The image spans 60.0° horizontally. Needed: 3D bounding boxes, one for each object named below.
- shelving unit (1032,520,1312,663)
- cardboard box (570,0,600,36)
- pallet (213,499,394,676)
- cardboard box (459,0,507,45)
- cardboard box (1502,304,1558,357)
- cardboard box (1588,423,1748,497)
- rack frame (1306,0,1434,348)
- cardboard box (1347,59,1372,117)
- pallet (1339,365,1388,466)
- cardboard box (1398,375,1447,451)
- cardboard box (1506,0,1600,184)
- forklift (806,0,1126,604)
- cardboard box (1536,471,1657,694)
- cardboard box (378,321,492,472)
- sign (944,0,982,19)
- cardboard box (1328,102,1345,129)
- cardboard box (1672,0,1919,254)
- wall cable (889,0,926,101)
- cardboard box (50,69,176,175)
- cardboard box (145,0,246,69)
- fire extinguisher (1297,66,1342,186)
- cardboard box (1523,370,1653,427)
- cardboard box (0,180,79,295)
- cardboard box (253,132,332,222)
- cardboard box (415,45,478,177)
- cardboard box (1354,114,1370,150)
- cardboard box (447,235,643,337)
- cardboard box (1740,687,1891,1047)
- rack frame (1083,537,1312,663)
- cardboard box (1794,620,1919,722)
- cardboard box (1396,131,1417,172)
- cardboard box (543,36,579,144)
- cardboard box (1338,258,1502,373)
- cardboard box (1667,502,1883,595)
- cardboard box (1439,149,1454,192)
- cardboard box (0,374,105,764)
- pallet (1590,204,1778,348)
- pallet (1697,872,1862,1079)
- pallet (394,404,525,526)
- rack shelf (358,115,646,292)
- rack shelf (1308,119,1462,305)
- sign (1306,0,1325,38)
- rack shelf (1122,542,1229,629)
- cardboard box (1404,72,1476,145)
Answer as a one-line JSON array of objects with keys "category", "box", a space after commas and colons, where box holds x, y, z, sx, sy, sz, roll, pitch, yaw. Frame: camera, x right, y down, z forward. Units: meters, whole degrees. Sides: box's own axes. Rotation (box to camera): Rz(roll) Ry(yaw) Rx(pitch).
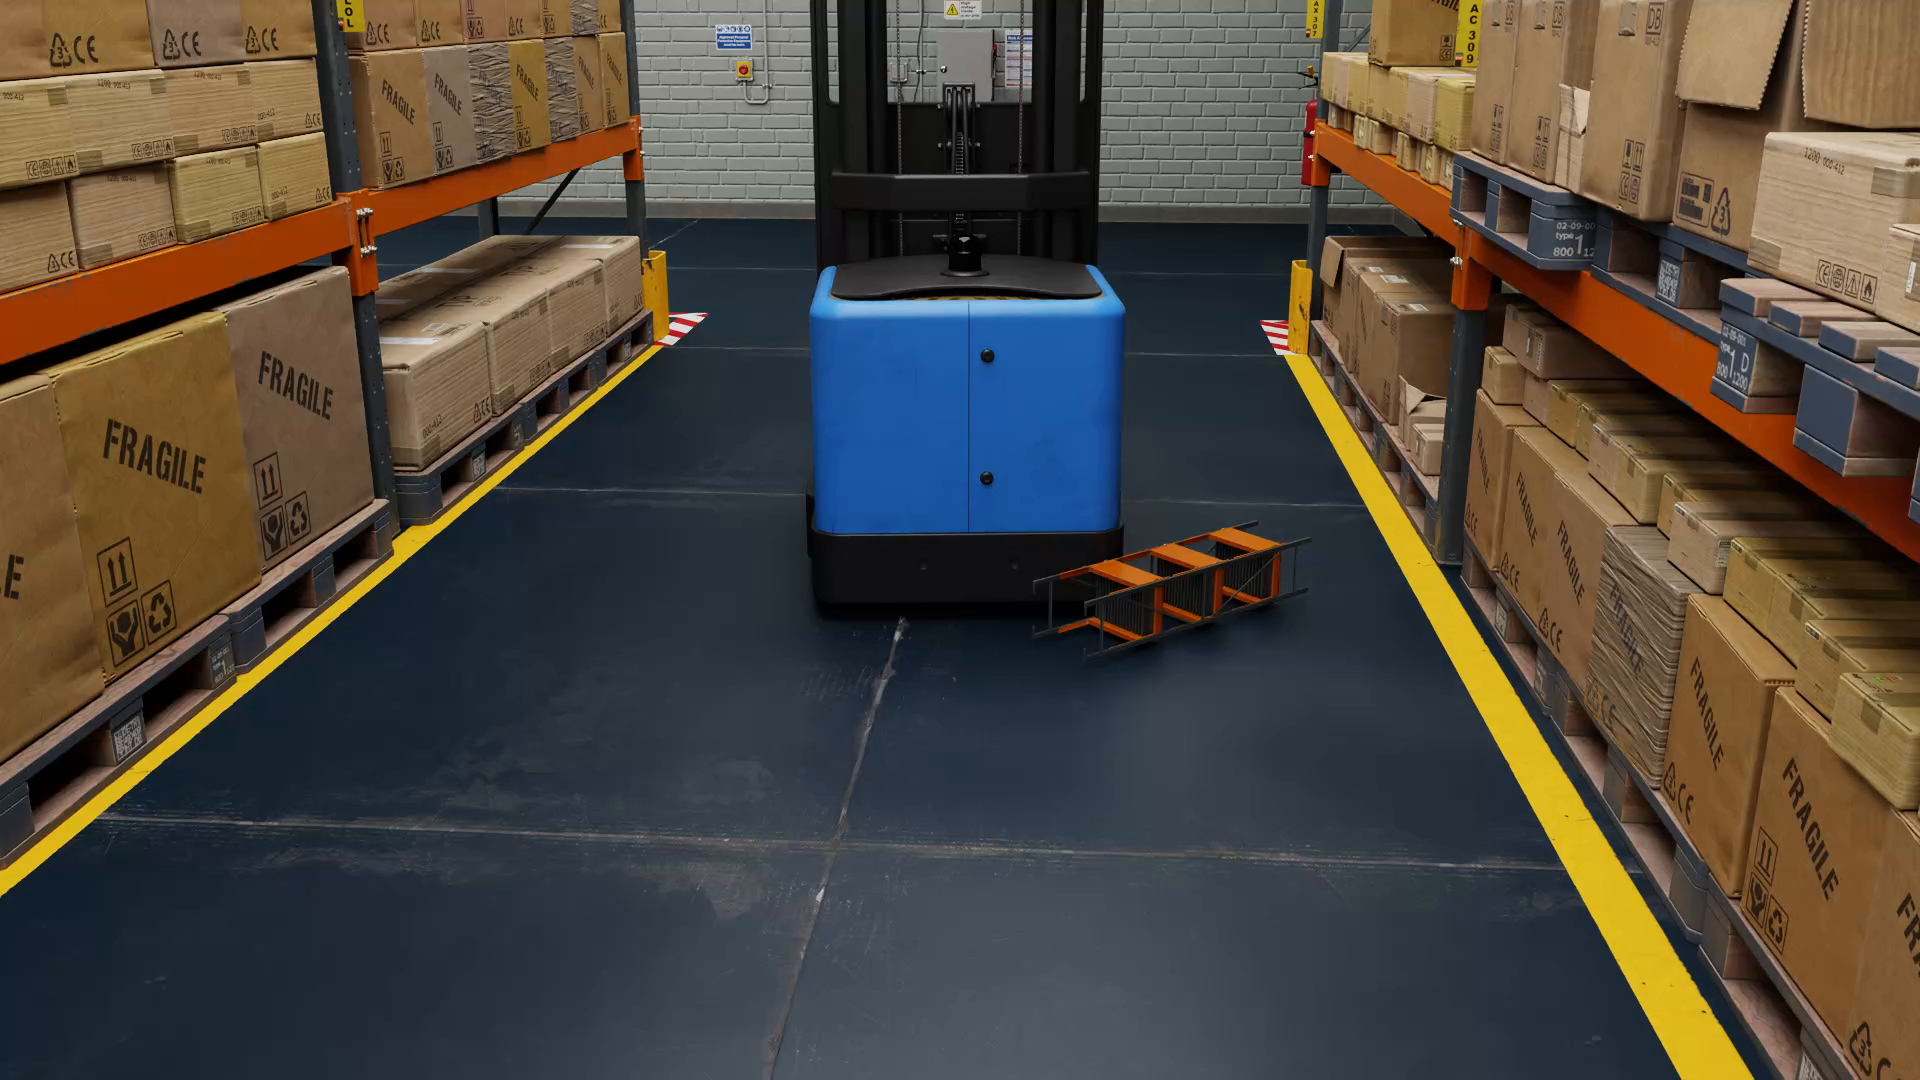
[{"category": "shelving unit", "box": [0.723, 0.155, 5.555, 1.050, 0.215, 0.252, -14, 23, -36]}, {"category": "cardboard box", "box": [-2.206, -2.891, 8.661, 0.500, 0.500, 0.500, 1, 18, 4]}, {"category": "pallet", "box": [-2.668, 0.123, 5.709, 1.003, 0.211, 1.213, 1, 18, 4]}, {"category": "cardboard box", "box": [-2.322, -2.424, 7.238, 0.500, 0.500, 0.500, 2, 18, 5]}, {"category": "cardboard box", "box": [2.033, -0.688, 5.527, 0.380, 0.149, 0.250, 1, 18, 3]}, {"category": "cardboard box", "box": [1.961, -0.219, 4.571, 0.380, 0.149, 0.250, 1, 18, 4]}, {"category": "rack frame", "box": [2.550, -2.576, 9.468, 1.000, 3.000, 0.127, 1, 18, 4]}, {"category": "cardboard box", "box": [2.180, -2.197, 8.075, 0.500, 0.250, 0.500, 1, 18, 3]}, {"category": "pallet", "box": [2.398, -0.602, 7.922, 1.003, 0.211, 1.213, 1, 18, 4]}, {"category": "cardboard box", "box": [2.036, -0.525, 6.924, 0.396, 0.266, 0.258, 2, 18, 6]}, {"category": "cardboard box", "box": [1.968, -1.275, 4.662, 0.700, 0.500, 0.500, 1, 18, 5]}, {"category": "forklift", "box": [-0.021, -1.588, 6.561, 1.130, 2.935, 3.031, -1, 18, -2]}, {"category": "cardboard box", "box": [1.936, 0.120, 4.579, 0.500, 0.500, 0.500, 1, 18, 2]}, {"category": "cardboard box", "box": [-2.536, -0.618, 6.933, 0.875, 0.438, 0.875, 1, 18, 3]}, {"category": "sign", "box": [0.024, -4.804, 14.939, 0.339, 0.242, 0.001, 1, 18, 4]}, {"category": "cardboard box", "box": [2.253, -2.361, 9.215, 0.380, 0.149, 0.250, 1, 18, 3]}, {"category": "cardboard box", "box": [1.909, -0.851, 3.364, 0.797, 0.503, 0.637, 1, 18, 3]}, {"category": "wall cable", "box": [-0.605, -4.892, 14.905, 0.588, 1.984, 0.122, 1, 18, 4]}, {"category": "cardboard box", "box": [-2.537, -1.151, 4.557, 0.500, 0.250, 0.500, 2, 18, 5]}, {"category": "cardboard box", "box": [-2.499, -1.661, 4.909, 0.500, 0.500, 0.500, 2, 18, 5]}, {"category": "fire extinguisher", "box": [2.100, -2.418, 9.709, 0.296, 0.674, 0.183, 1, 18, 4]}, {"category": "cardboard box", "box": [2.030, -0.461, 5.310, 0.380, 0.149, 0.250, 1, 18, 2]}, {"category": "cardboard box", "box": [-2.594, -0.752, 4.143, 0.500, 0.250, 0.500, 1, 18, 4]}, {"category": "cardboard box", "box": [-2.469, -1.227, 5.593, 0.500, 0.250, 0.500, 1, 18, 3]}, {"category": "cardboard box", "box": [-2.353, -1.787, 6.900, 0.500, 0.500, 0.500, 1, 18, 4]}, {"category": "cardboard box", "box": [2.111, -1.962, 7.997, 0.380, 0.149, 0.250, 1, 18, 2]}, {"category": "cardboard box", "box": [-2.349, -1.461, 9.504, 0.875, 0.438, 0.875, 1, 18, 2]}, {"category": "cardboard box", "box": [1.839, 0.605, 3.099, 0.500, 0.500, 0.500, 1, 18, 3]}, {"category": "rack frame", "box": [0.799, 0.185, 5.464, 1.050, 0.200, 0.008, -14, 23, -36]}, {"category": "cardboard box", "box": [1.811, 0.263, 3.101, 0.380, 0.149, 0.250, 1, 18, 2]}, {"category": "cardboard box", "box": [2.062, -1.643, 7.023, 0.380, 0.149, 0.250, 1, 18, 3]}, {"category": "cardboard box", "box": [-2.250, -2.262, 8.349, 0.500, 0.500, 0.500, 2, 18, 6]}, {"category": "cardboard box", "box": [2.312, -1.136, 8.411, 0.700, 0.500, 0.500, 2, 18, 6]}, {"category": "cardboard box", "box": [1.882, 0.018, 3.849, 0.380, 0.149, 0.250, 0, 18, 1]}, {"category": "cardboard box", "box": [2.031, -1.401, 6.284, 0.380, 0.149, 0.250, 2, 18, 5]}, {"category": "cardboard box", "box": [-2.774, 0.119, 3.980, 0.875, 0.875, 0.875, 2, 18, 5]}, {"category": "pallet", "box": [2.111, -0.605, 3.759, 1.003, 0.211, 1.213, 1, 18, 4]}, {"category": "pallet", "box": [2.068, 1.002, 3.025, 1.003, 0.211, 1.213, 1, 18, 4]}, {"category": "pallet", "box": [-2.555, -0.353, 7.161, 1.003, 0.211, 1.213, 1, 18, 4]}, {"category": "rack shelf", "box": [-2.544, -1.723, 8.019, 1.077, 0.370, 4.000, 1, 18, 4]}, {"category": "rack shelf", "box": [2.407, -1.613, 7.685, 1.077, 0.370, 4.000, 1, 18, 4]}, {"category": "sign", "box": [2.009, -3.000, 9.370, 0.100, 0.325, 0.005, 1, 18, 4]}, {"category": "rack shelf", "box": [0.715, 0.157, 5.549, 0.259, 0.215, 0.240, -14, 23, -36]}, {"category": "cardboard box", "box": [2.078, -1.724, 6.629, 0.500, 0.250, 0.500, 1, 18, 4]}]
